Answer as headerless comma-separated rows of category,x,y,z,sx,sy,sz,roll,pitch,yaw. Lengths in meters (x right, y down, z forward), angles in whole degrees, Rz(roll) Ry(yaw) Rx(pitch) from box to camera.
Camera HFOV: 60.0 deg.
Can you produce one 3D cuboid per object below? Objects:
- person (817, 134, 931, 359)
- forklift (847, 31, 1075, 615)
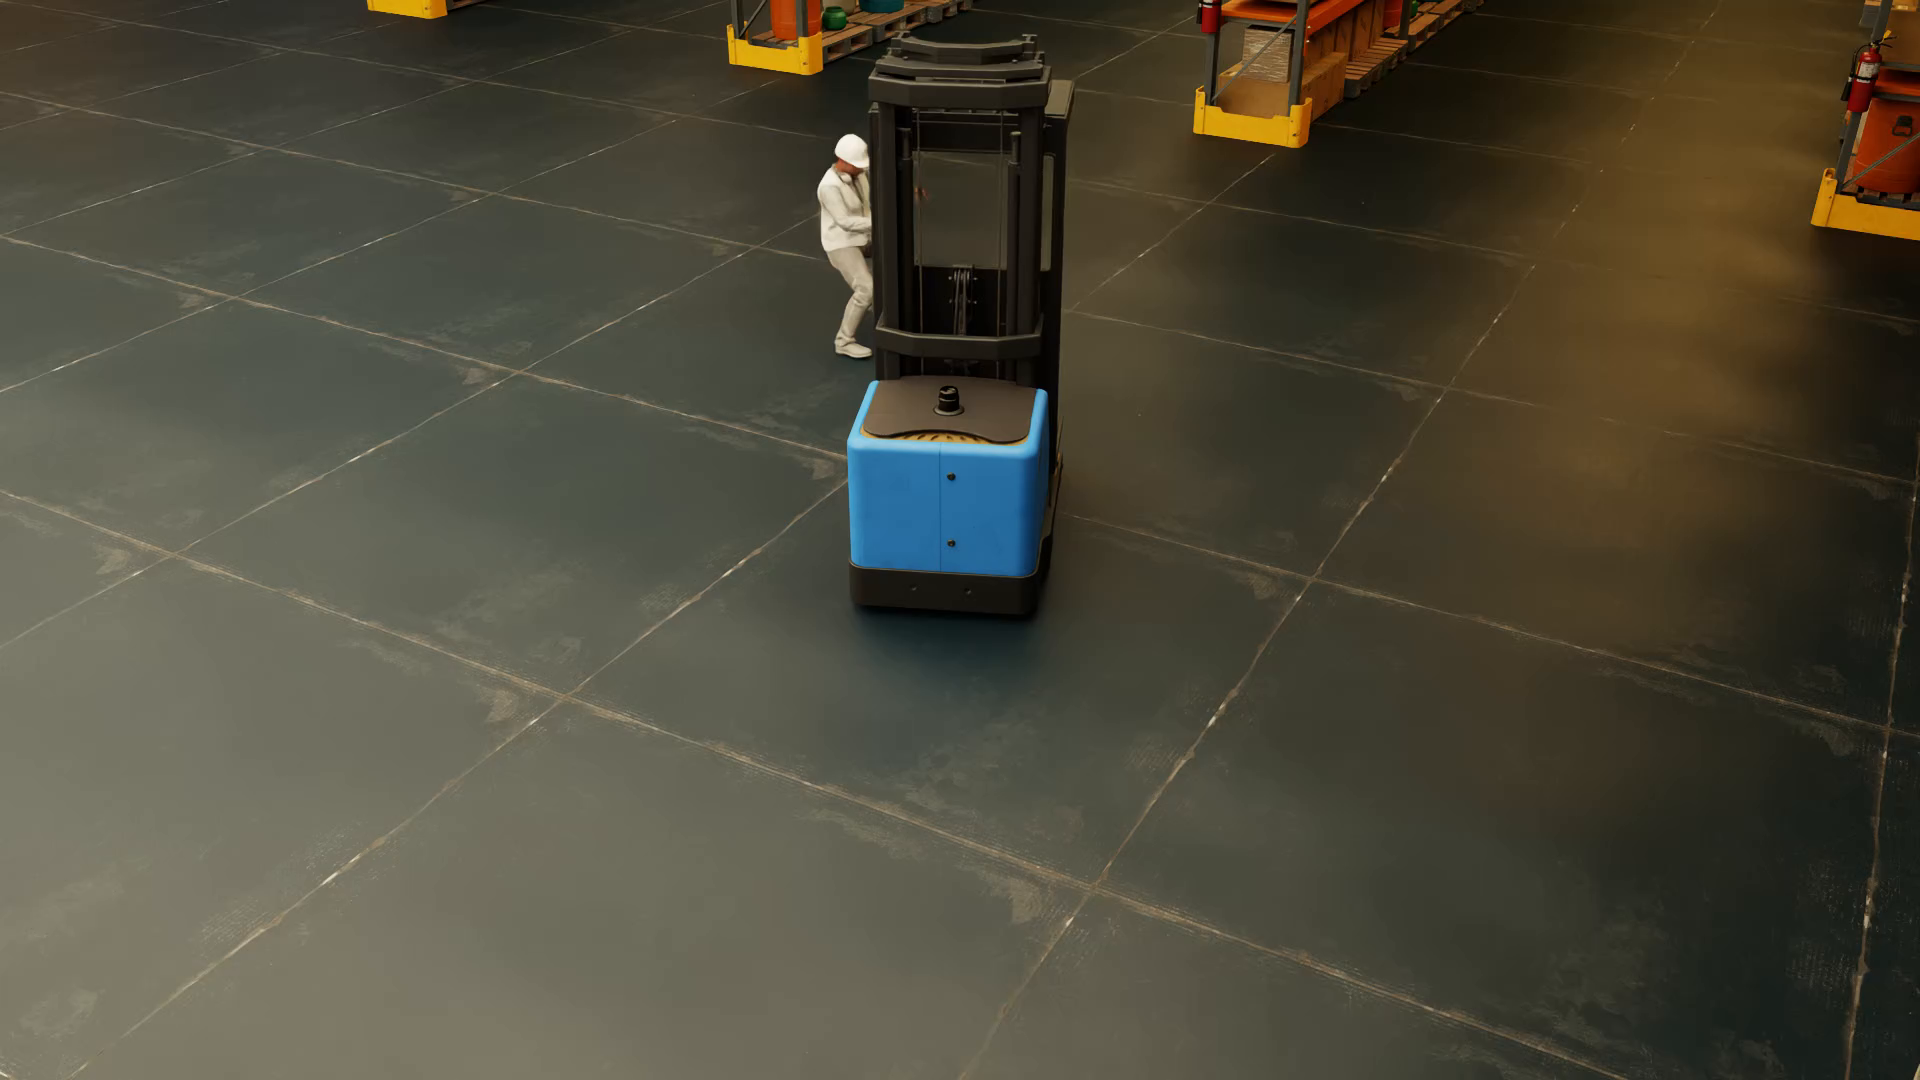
person,-0.668,-2.248,12.344,0.769,1.558,0.943,16,34,25
forklift,0.072,-1.572,9.794,1.130,2.935,3.031,3,30,6
